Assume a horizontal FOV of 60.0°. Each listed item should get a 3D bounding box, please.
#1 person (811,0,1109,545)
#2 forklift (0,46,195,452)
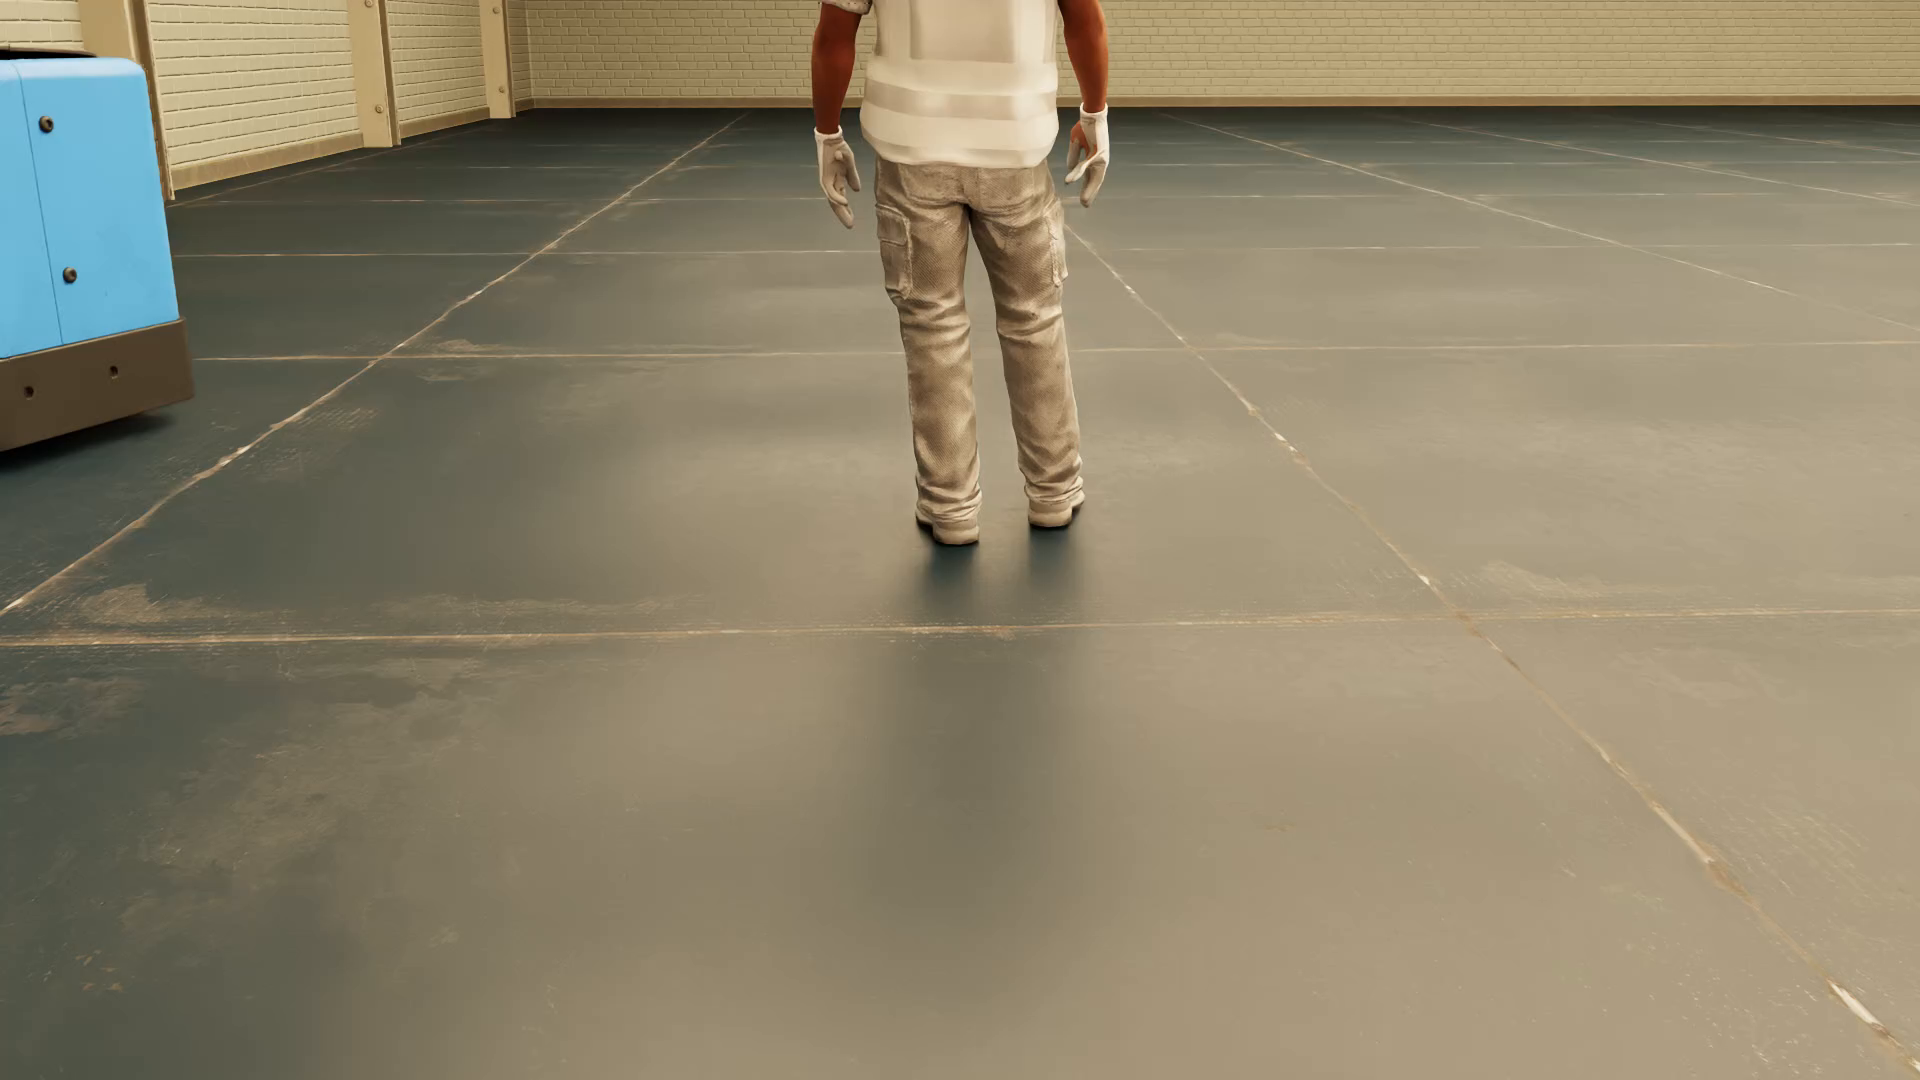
[{"bbox_3d":[0.004,-0.880,3.725,0.656,1.784,0.575,-1,17,-3],"label":"person"},{"bbox_3d":[-3.926,-1.772,4.698,3.031,2.935,1.130,5,18,16],"label":"forklift"}]
